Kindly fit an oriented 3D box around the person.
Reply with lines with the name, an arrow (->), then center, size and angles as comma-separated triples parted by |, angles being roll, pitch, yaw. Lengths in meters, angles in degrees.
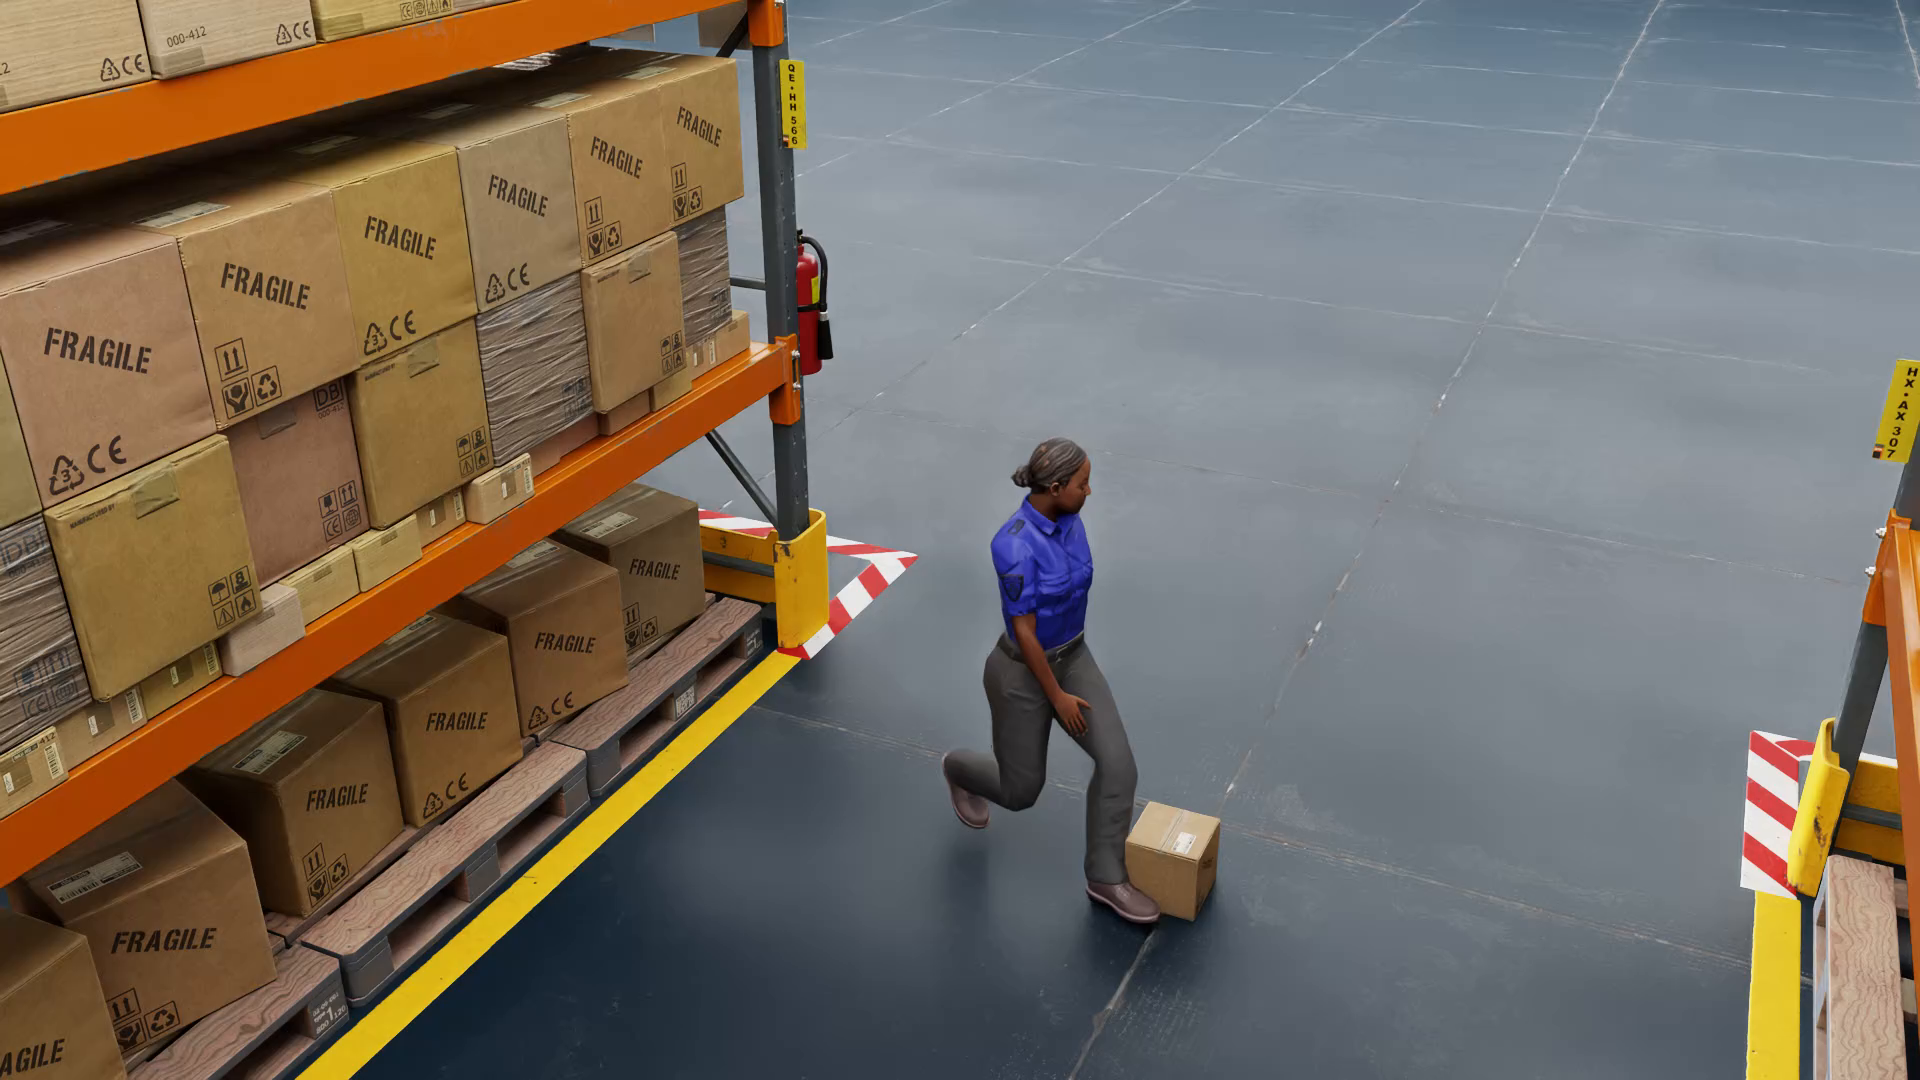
person -> 0.323, 0.413, 5.388 | 0.429, 1.541, 0.958 | -23, 35, -39
